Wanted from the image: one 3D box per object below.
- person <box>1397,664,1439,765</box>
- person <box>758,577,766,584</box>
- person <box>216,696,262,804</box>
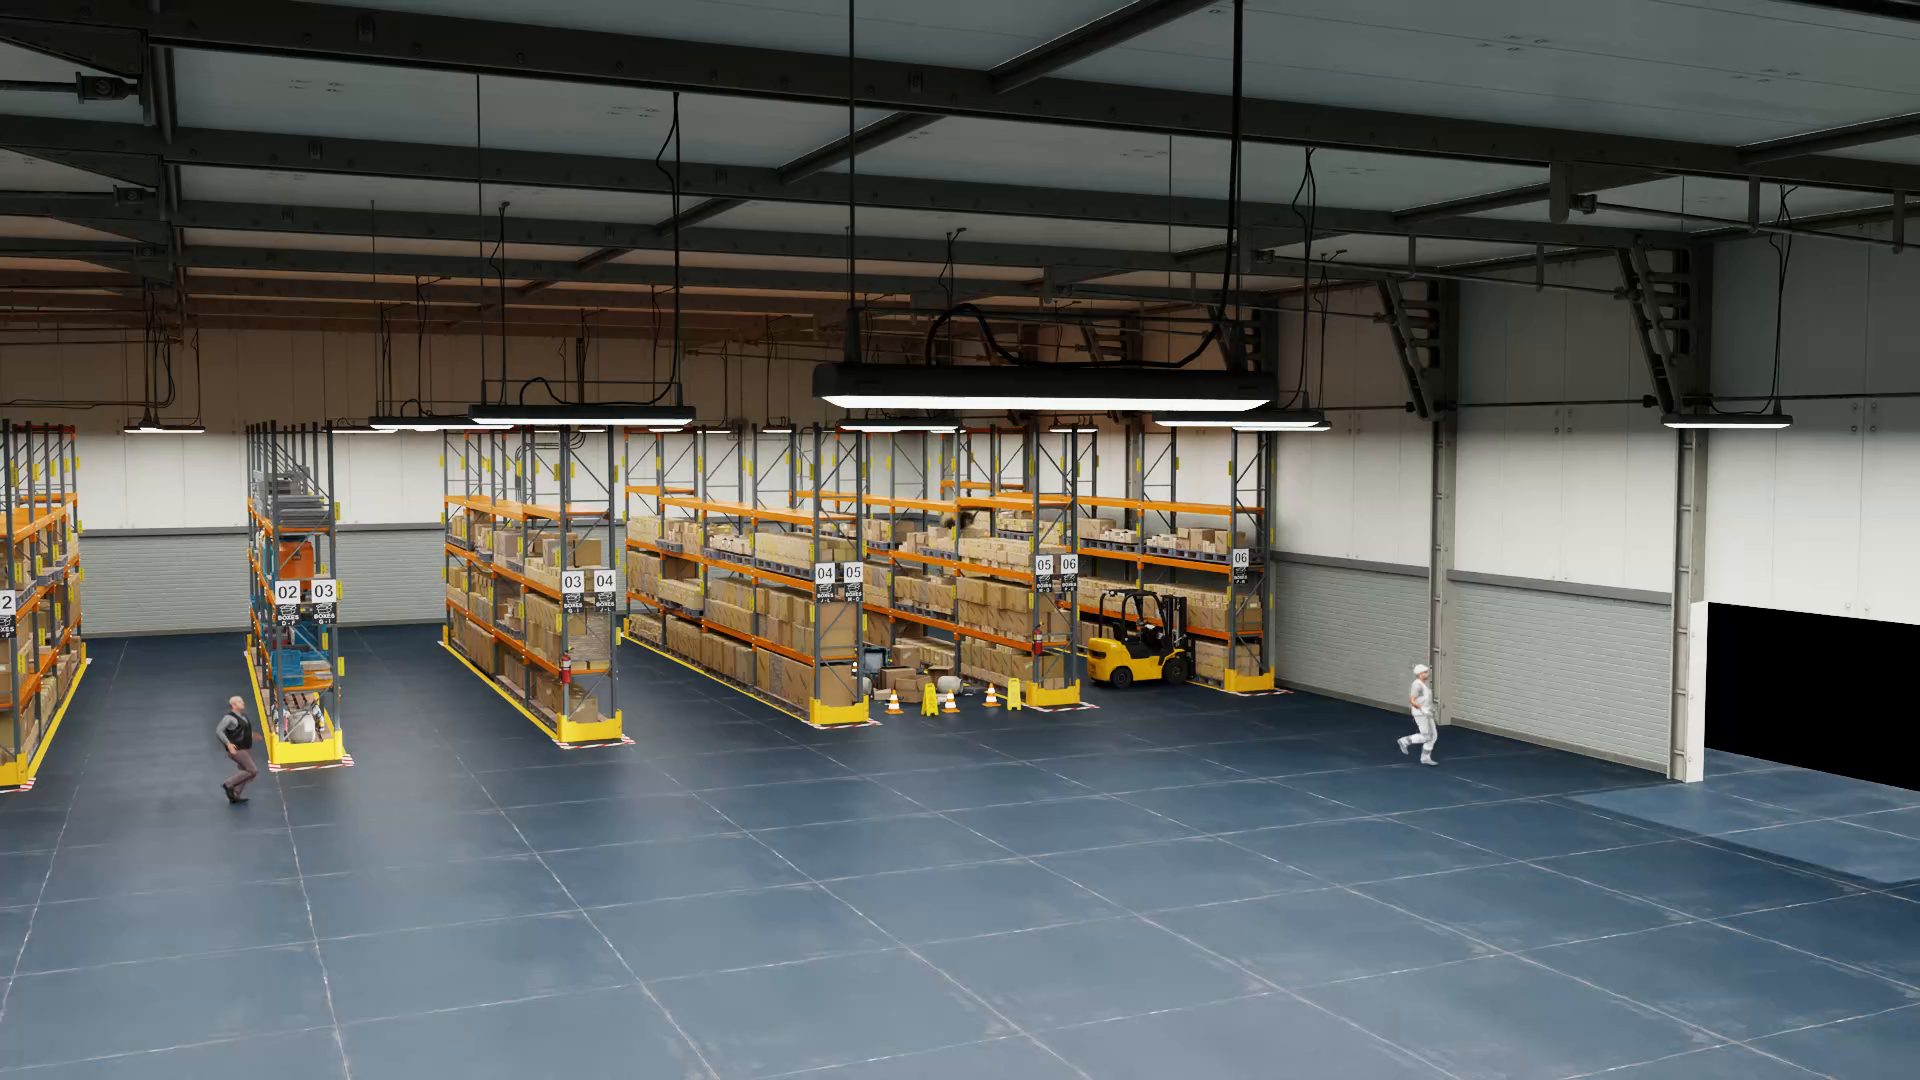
[{"bbox_3d":[8.016,3.040,29.015,0.704,1.749,0.656,2,4,29],"label":"person"},{"bbox_3d":[-6.051,1.787,50.690,0.606,1.559,0.579,-1,4,-16],"label":"person"},{"bbox_3d":[-11.159,3.268,25.861,0.578,1.684,0.656,0,4,-1],"label":"person"}]
